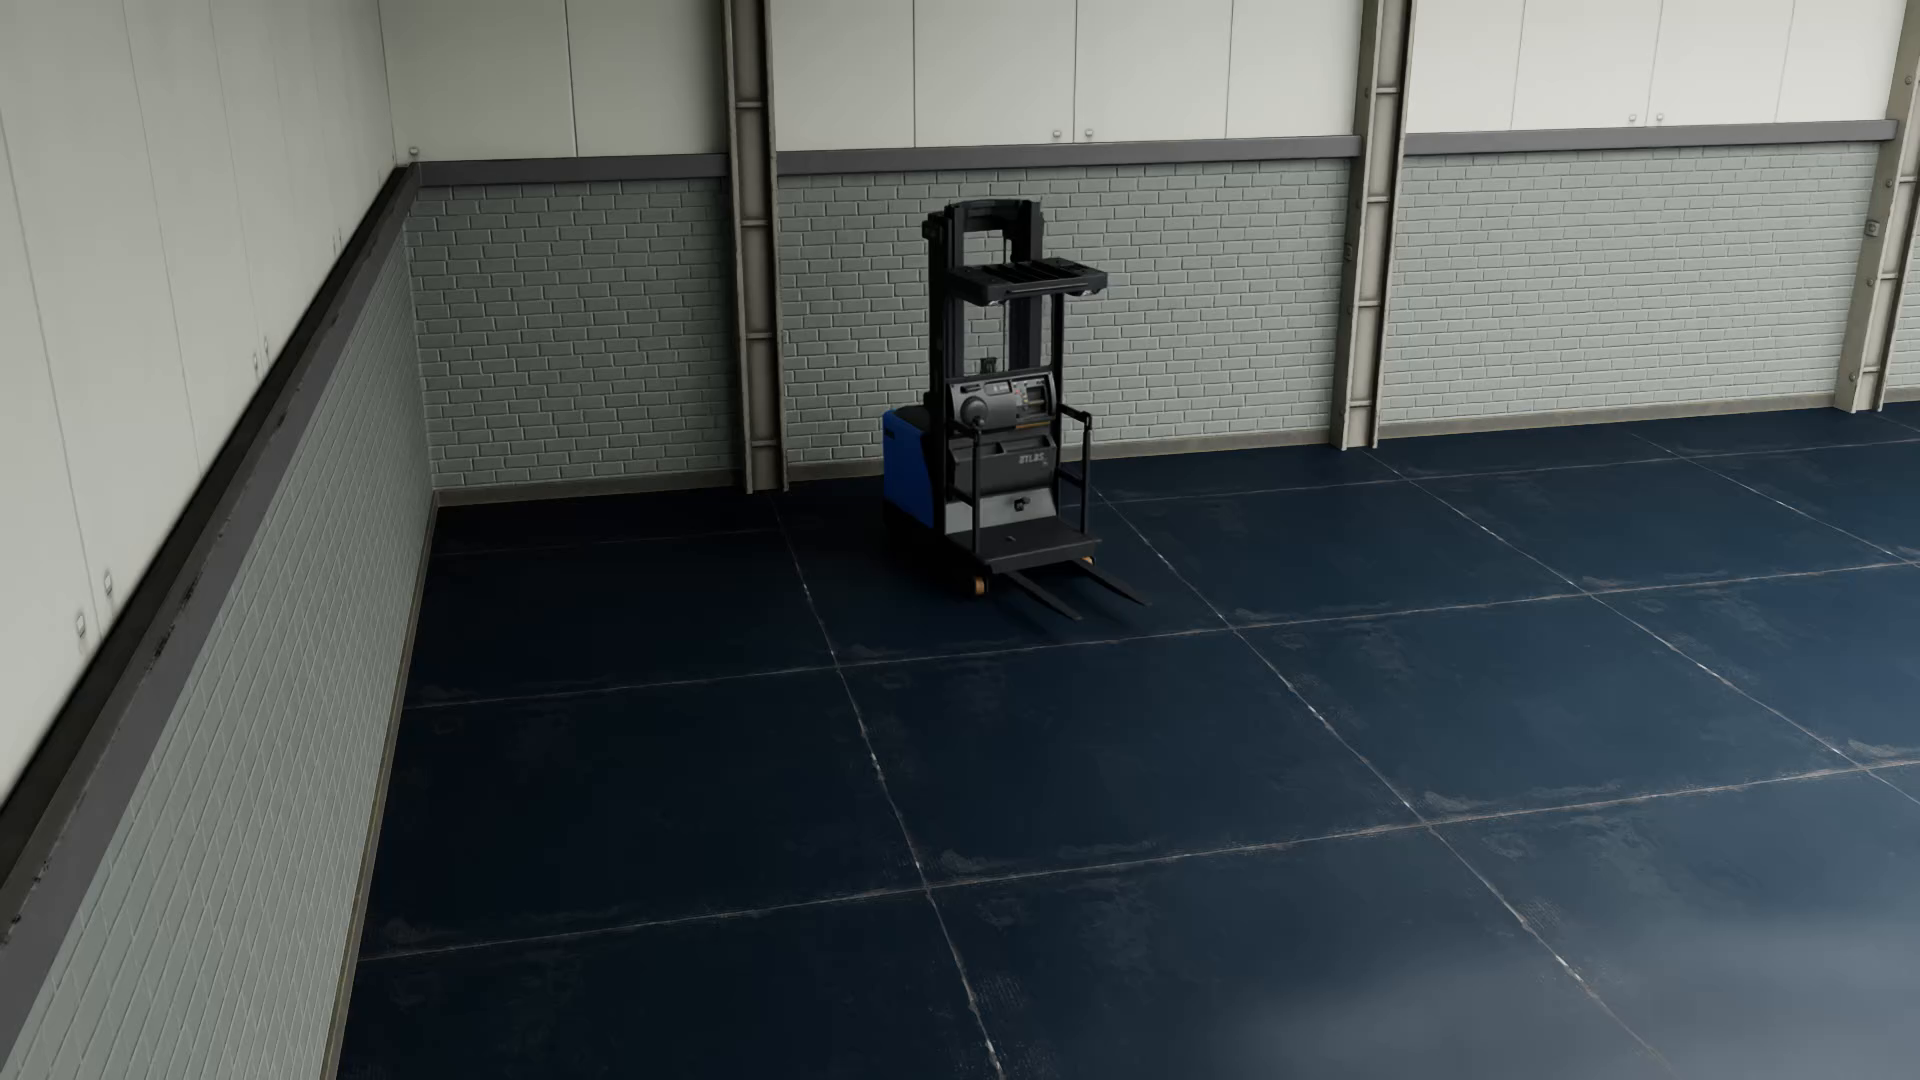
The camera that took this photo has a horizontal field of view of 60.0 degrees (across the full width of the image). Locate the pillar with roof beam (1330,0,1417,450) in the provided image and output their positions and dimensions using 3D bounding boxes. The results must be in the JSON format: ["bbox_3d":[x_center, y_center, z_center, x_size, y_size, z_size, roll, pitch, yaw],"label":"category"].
[{"bbox_3d":[4.998,-3.756,11.486,0.400,9.000,9.100,-5,21,-12],"label":"pillar with roof beam"}]

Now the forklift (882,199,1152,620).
[{"bbox_3d":[0.443,-1.104,13.068,1.130,2.935,3.031,-10,22,-25],"label":"forklift"}]

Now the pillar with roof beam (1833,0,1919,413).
[{"bbox_3d":[10.837,-4.231,12.783,0.400,9.000,9.100,-5,21,-12],"label":"pillar with roof beam"}]

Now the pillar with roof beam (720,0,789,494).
[{"bbox_3d":[-0.841,-3.281,10.190,0.400,9.000,9.100,-5,21,-12],"label":"pillar with roof beam"}]
